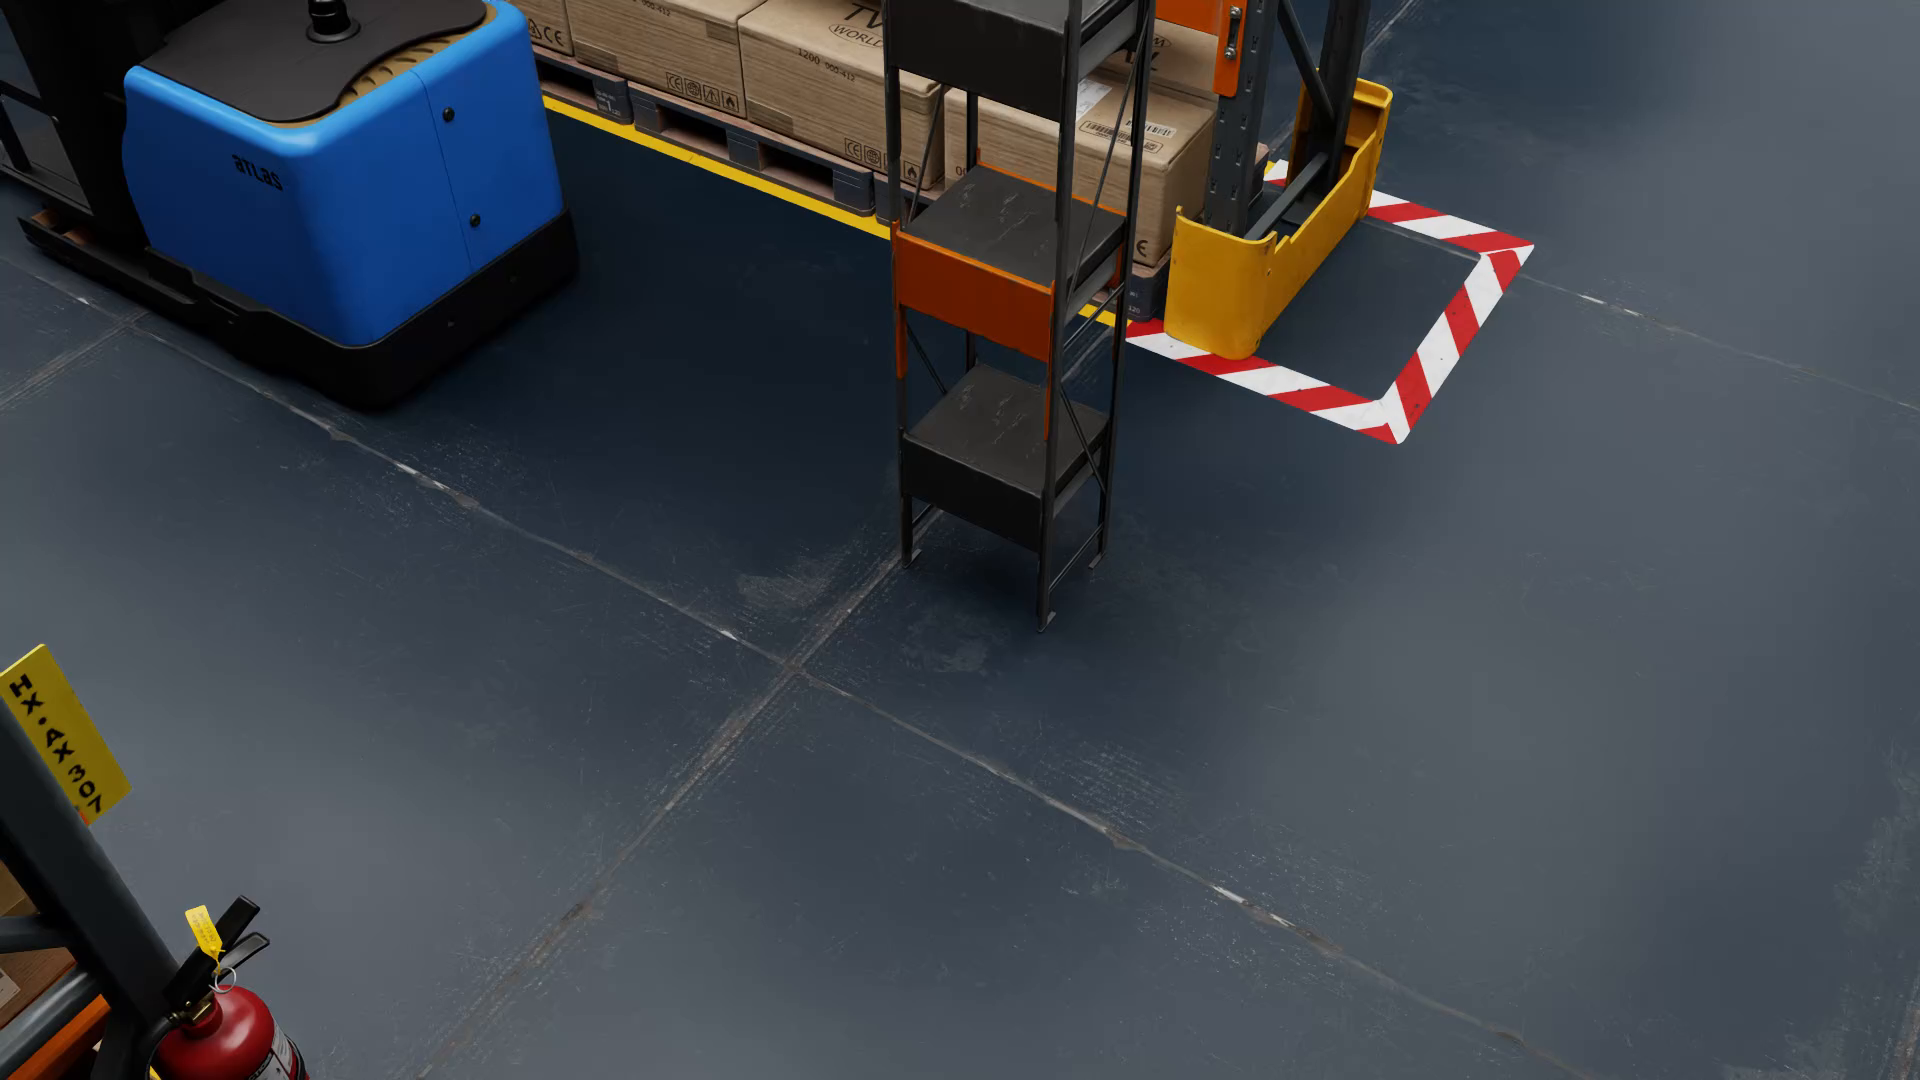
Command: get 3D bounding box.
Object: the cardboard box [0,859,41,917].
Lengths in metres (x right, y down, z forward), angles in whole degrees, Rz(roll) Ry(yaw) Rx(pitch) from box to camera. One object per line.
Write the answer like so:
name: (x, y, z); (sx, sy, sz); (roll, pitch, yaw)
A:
cardboard box: (-1.766, 0.519, 2.551); (0.500, 0.250, 0.500); (25, 51, 22)

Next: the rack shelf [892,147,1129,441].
rack shelf: (0.139, -0.658, 4.444); (0.480, 0.518, 0.431); (25, 51, 22)

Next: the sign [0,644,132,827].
sign: (-1.237, 0.280, 2.283); (0.005, 0.325, 0.100); (25, 51, 22)

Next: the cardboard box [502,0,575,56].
cardboard box: (-1.749, -2.583, 7.162); (0.875, 0.438, 0.875); (24, 50, 22)

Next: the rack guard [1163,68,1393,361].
rack guard: (1.167, -1.209, 6.076); (0.348, 0.500, 1.175); (25, 51, 22)

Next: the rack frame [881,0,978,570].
rack frame: (-0.066, -0.762, 4.526); (0.015, 2.100, 0.400); (25, 51, 22)

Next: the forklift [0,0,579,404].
forklift: (-2.919, -2.314, 5.455); (3.031, 2.935, 1.130); (26, 51, 23)

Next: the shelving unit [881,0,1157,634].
shelving unit: (0.139, -0.668, 4.435); (0.503, 2.100, 0.431); (25, 51, 22)

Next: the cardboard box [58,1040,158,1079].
cardboard box: (-1.993, 1.339, 3.306); (0.637, 0.503, 0.797); (23, 50, 21)

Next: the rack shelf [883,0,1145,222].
rack shelf: (0.139, -1.146, 3.942); (0.480, 0.518, 0.431); (25, 51, 22)

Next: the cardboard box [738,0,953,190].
cardboard box: (-0.237, -1.887, 6.486); (0.875, 0.438, 0.875); (26, 51, 23)

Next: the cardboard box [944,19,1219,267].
cardboard box: (0.538, -1.538, 6.146); (0.875, 0.438, 0.875); (23, 50, 21)

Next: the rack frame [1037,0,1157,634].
rack frame: (0.345, -0.573, 4.343); (0.015, 2.100, 0.400); (25, 51, 22)

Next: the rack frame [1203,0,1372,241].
rack frame: (1.147, -2.089, 5.188); (0.127, 3.000, 1.000); (25, 51, 22)

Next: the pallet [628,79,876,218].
pallet: (-0.591, -1.852, 6.903); (1.213, 0.211, 1.003); (25, 51, 22)

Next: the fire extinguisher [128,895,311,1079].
fire extinguisher: (-1.156, 0.844, 2.652); (0.183, 0.674, 0.296); (25, 51, 22)

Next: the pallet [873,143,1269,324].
pallet: (0.432, -1.379, 6.443); (1.213, 0.211, 1.003); (25, 51, 22)

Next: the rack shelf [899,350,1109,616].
rack shelf: (0.139, -0.170, 4.946); (0.480, 0.518, 0.431); (25, 51, 22)

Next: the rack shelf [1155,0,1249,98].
rack shelf: (-0.536, -2.613, 6.199); (4.000, 0.370, 1.077); (25, 51, 22)

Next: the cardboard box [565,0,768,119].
cardboard box: (-0.995, -2.237, 6.826); (0.875, 0.438, 0.875); (23, 50, 21)

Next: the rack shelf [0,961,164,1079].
rack shelf: (-3.213, 0.385, 3.286); (4.000, 0.370, 1.077); (25, 51, 22)

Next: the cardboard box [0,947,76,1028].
cardboard box: (-1.658, 0.704, 2.650); (0.250, 0.149, 0.380); (24, 51, 22)

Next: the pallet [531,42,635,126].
pallet: (-1.622, -2.324, 7.361); (1.213, 0.211, 1.003); (25, 51, 22)
